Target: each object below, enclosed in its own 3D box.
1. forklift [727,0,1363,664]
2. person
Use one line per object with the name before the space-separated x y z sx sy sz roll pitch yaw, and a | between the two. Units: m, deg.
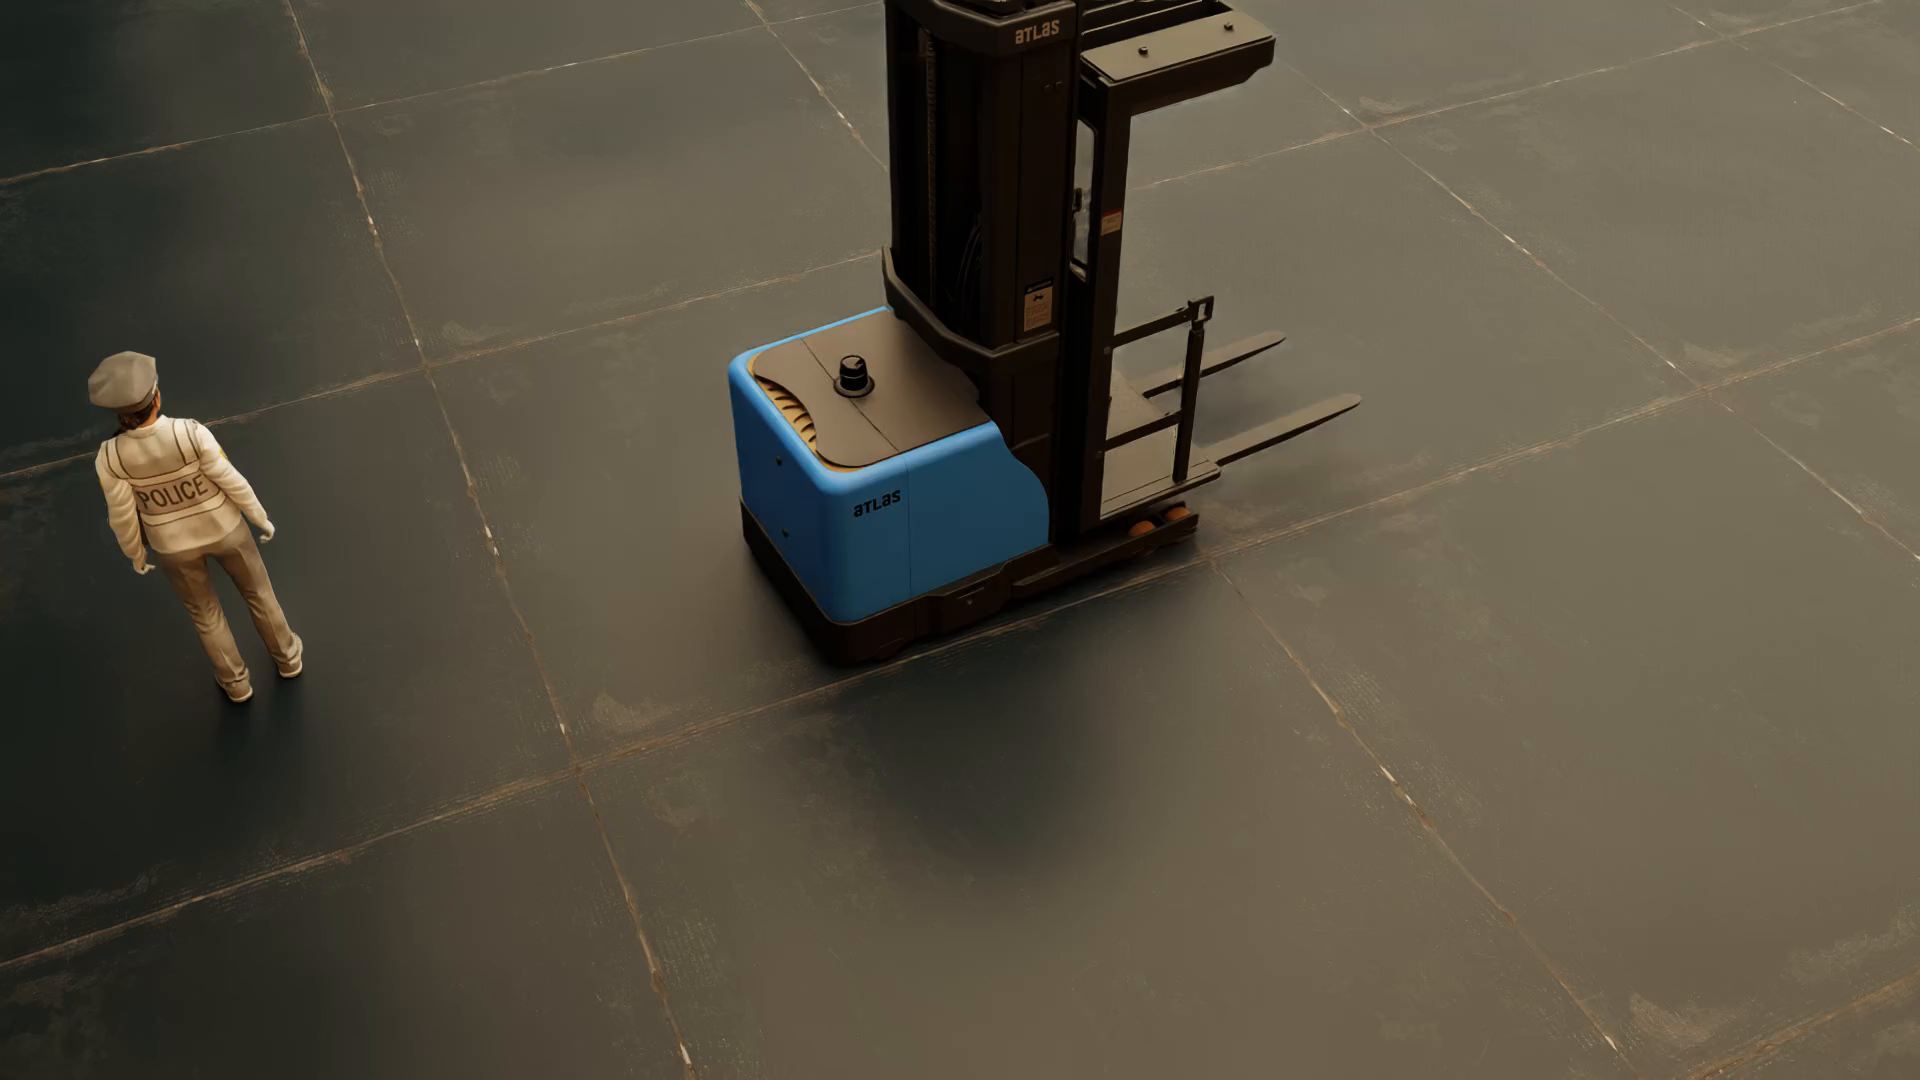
forklift | 0.525 -1.286 7.059 3.031 2.935 1.130 -22 47 -22
person | -3.044 -0.037 6.639 0.548 1.683 0.360 -18 46 -18
